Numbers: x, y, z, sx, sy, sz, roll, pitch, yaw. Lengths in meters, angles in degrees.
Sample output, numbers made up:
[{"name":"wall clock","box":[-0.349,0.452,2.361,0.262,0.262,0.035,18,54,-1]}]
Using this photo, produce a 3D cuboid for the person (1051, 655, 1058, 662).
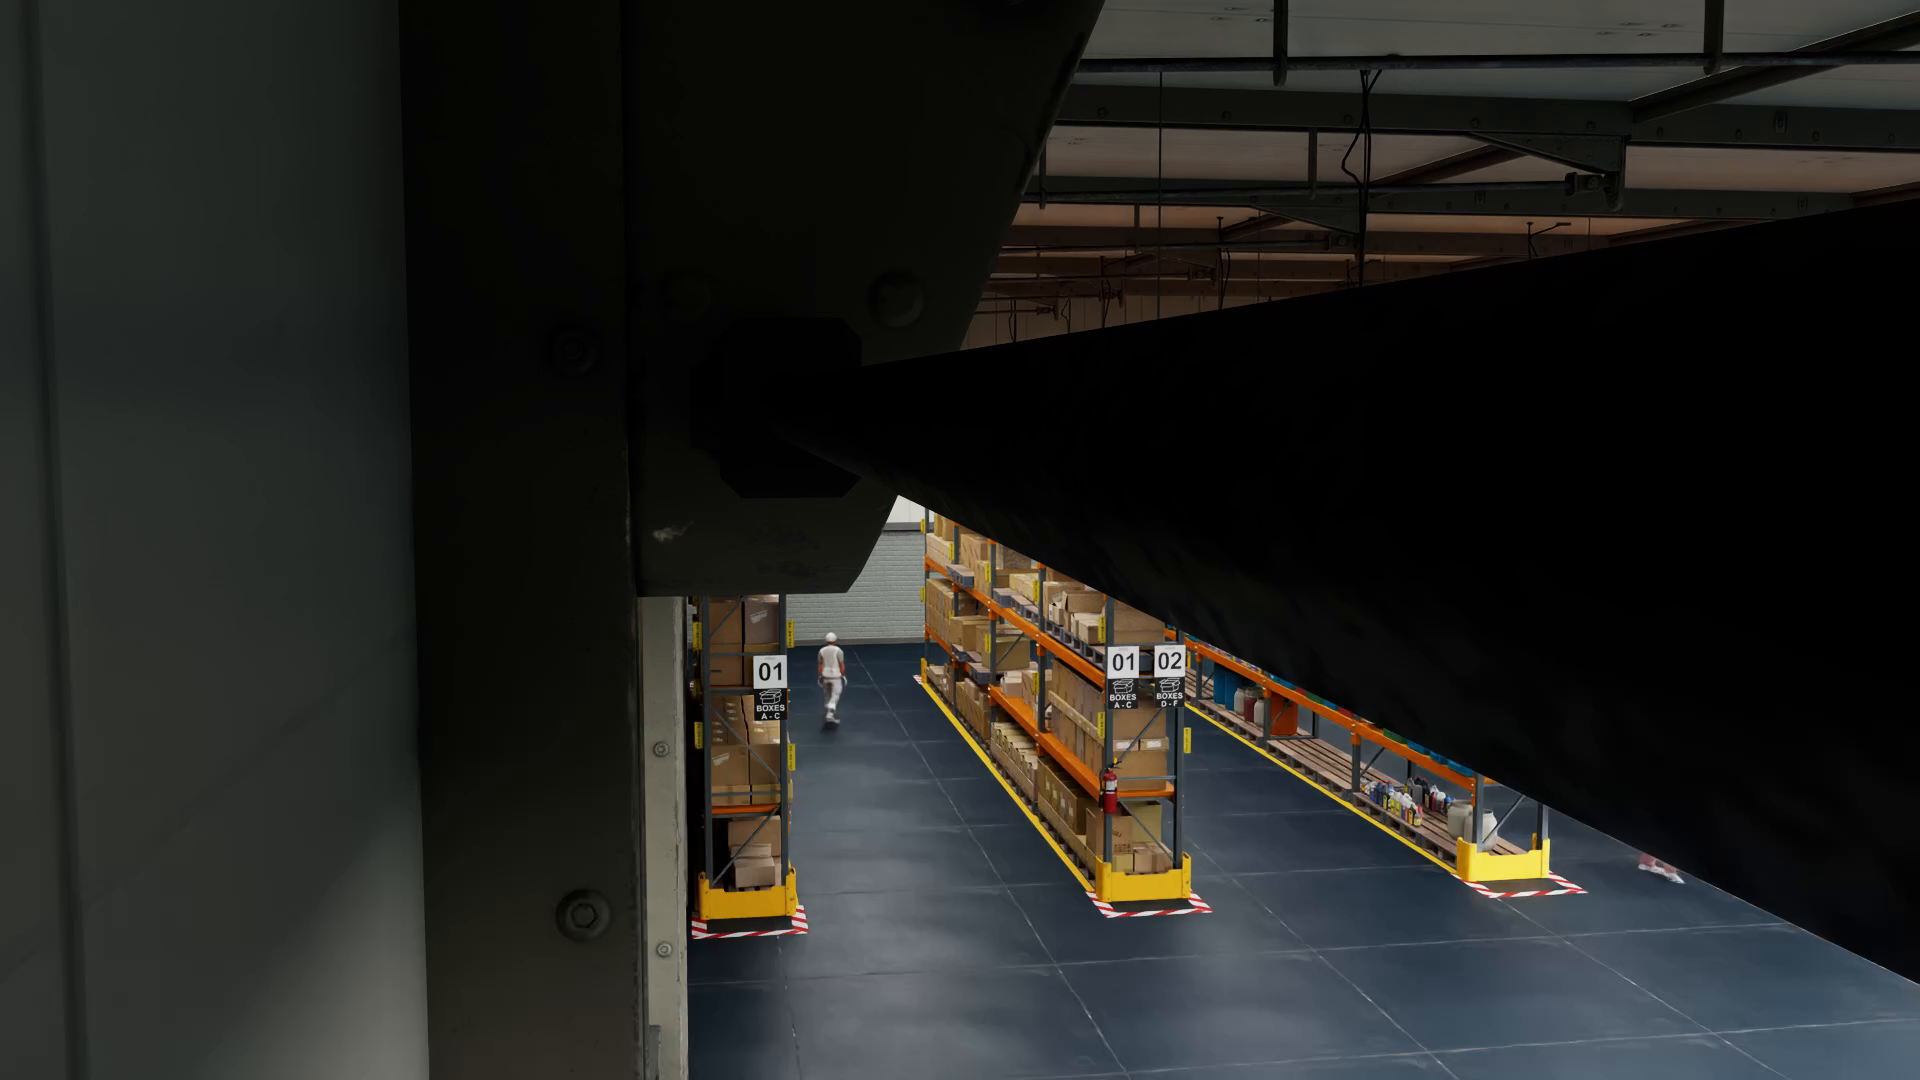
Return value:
[{"name":"person","box":[2.448,1.992,39.173,0.766,1.757,0.578,-2,6,-24]}]

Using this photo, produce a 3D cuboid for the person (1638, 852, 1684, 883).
[{"name":"person","box":[9.248,3.599,21.819,0.613,1.721,0.487,3,6,31]}]

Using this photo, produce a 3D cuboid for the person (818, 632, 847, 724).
[{"name":"person","box":[-2.455,2.649,31.868,0.588,1.771,0.962,2,5,20]}]
